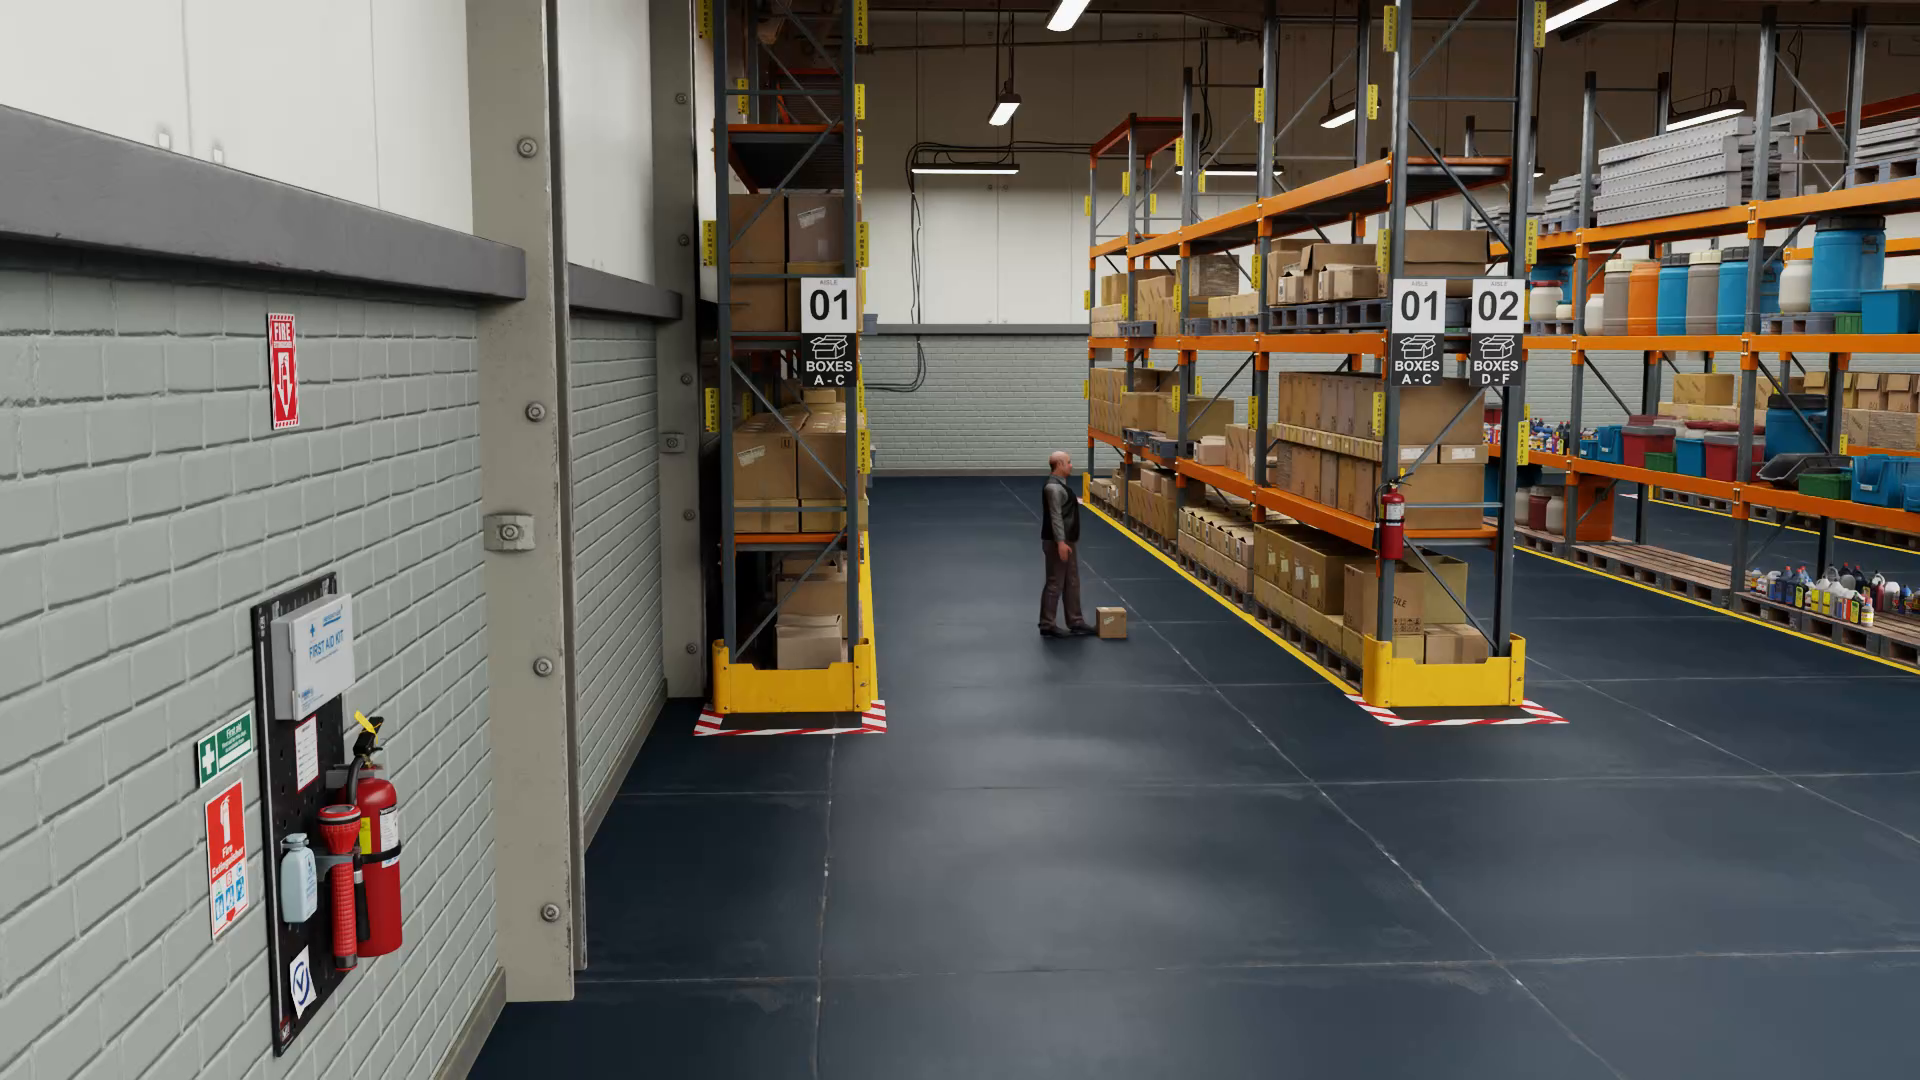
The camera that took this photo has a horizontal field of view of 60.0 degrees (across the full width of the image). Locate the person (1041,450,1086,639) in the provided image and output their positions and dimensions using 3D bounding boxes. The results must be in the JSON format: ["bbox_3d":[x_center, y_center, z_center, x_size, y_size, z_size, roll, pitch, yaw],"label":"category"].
[{"bbox_3d":[0.964,0.072,15.444,0.430,1.656,0.593,0,7,3],"label":"person"}]
